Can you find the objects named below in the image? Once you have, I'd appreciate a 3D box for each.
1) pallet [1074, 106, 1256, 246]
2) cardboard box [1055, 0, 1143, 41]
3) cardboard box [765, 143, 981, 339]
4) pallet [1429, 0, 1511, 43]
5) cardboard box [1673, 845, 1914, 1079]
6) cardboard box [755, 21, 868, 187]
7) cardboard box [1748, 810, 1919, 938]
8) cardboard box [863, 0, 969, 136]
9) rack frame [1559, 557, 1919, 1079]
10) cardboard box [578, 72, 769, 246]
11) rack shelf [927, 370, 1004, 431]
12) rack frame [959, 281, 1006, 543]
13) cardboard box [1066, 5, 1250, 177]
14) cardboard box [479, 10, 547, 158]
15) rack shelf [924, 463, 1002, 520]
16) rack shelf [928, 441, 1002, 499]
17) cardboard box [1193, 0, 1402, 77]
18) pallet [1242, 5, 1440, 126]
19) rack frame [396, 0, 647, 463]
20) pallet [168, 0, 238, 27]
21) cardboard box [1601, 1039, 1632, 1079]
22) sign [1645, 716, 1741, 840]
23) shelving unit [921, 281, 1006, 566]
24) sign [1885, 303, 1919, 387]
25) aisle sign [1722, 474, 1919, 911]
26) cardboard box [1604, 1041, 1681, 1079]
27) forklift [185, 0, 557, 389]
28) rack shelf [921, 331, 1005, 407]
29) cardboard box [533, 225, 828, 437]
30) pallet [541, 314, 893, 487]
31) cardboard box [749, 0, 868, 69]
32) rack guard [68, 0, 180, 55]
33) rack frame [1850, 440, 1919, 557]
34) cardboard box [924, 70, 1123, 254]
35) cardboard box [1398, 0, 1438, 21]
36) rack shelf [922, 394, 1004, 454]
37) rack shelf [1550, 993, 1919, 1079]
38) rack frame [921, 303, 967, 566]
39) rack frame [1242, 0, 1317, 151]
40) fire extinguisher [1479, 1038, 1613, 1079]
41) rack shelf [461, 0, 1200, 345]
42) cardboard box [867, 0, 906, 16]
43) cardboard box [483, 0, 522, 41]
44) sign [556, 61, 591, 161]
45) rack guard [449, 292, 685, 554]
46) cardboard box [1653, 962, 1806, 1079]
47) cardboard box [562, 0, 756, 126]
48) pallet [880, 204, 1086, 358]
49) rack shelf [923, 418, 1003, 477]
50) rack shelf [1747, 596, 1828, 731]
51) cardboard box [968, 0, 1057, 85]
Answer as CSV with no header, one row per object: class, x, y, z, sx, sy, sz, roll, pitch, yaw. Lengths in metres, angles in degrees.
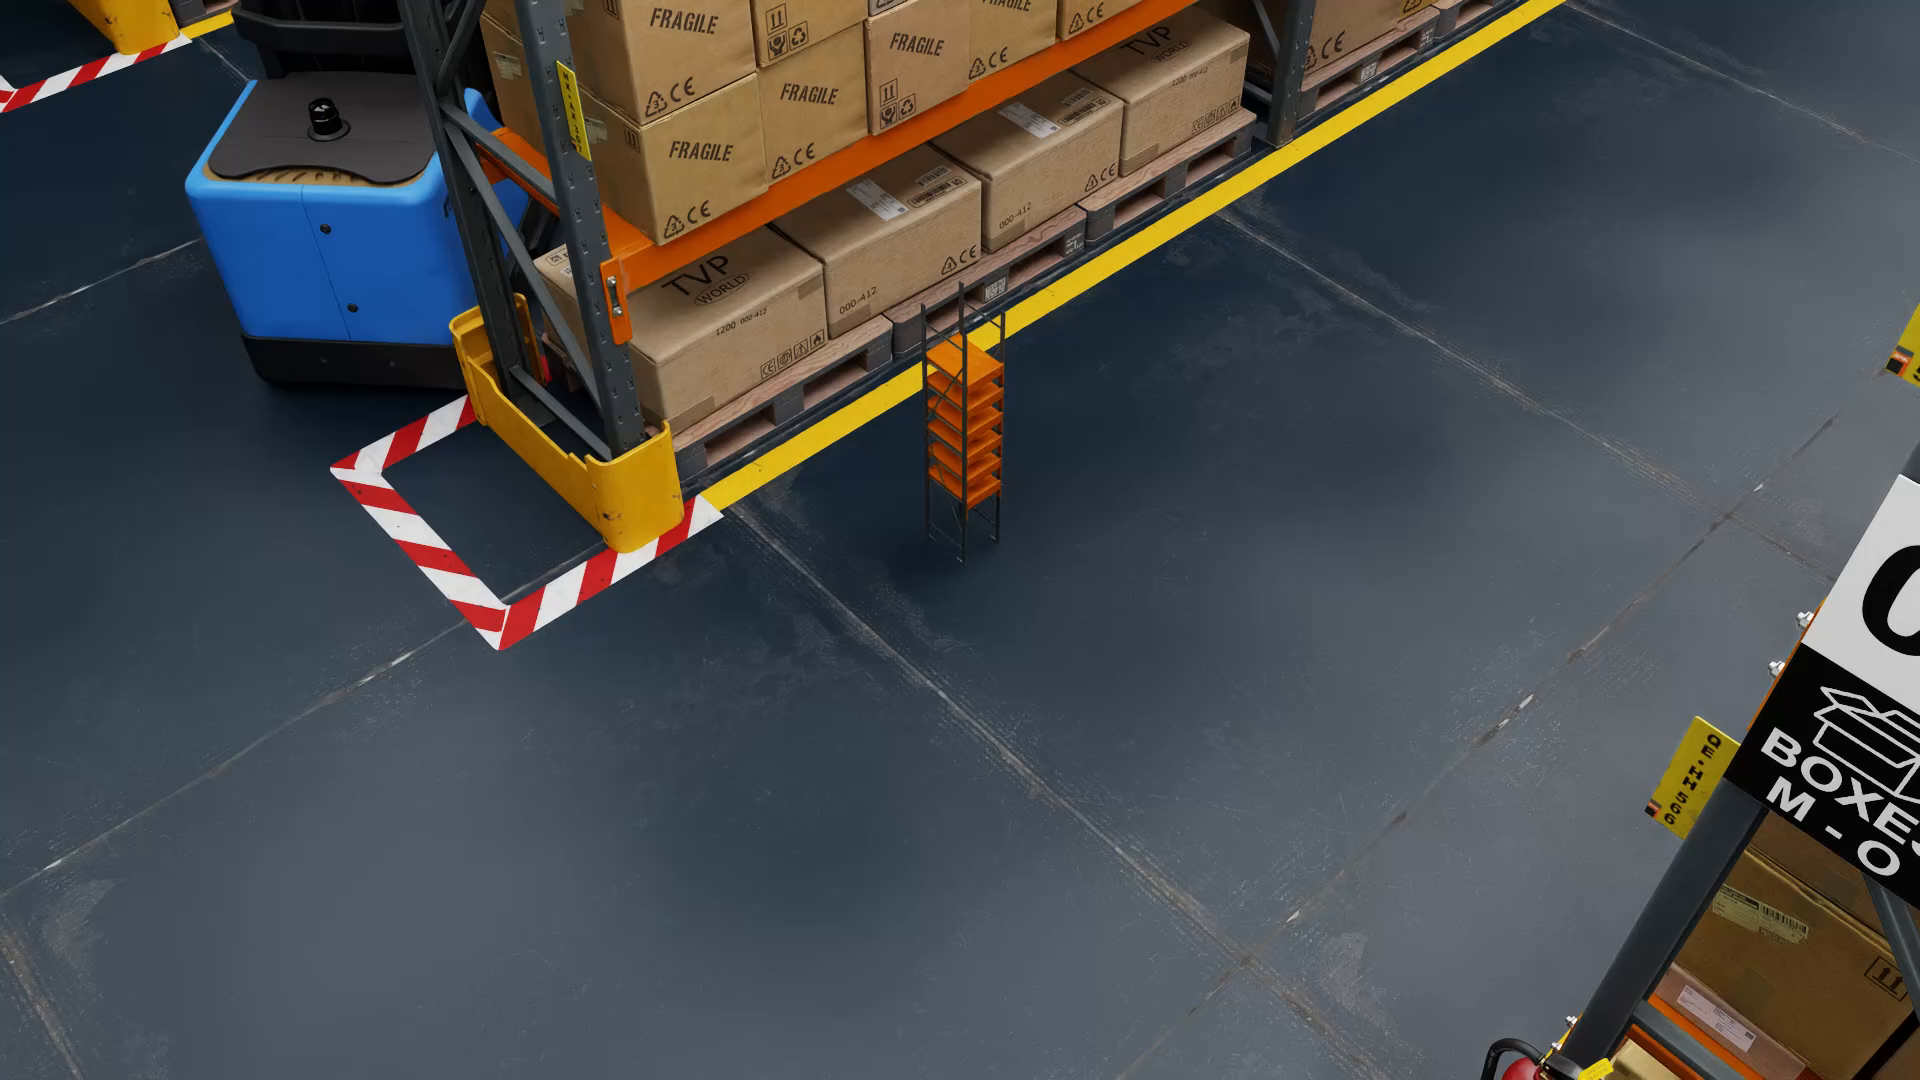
pallet,0.737,-2.056,8.503,1.213,0.211,1.003,-34,56,-27
cardboard box,0.442,-2.486,6.935,0.500,0.500,0.500,-35,56,-28
cardboard box,-0.515,-1.468,7.521,0.875,0.438,0.875,-32,55,-26
pallet,2.776,-3.418,9.760,1.213,0.211,1.003,-34,56,-27
cardboard box,1.957,0.788,3.712,0.500,0.500,0.500,-33,55,-26
cardboard box,-0.703,-1.737,6.244,0.500,0.500,0.500,-35,56,-28
cardboard box,1.969,0.449,3.344,0.500,0.500,0.500,-35,56,-28
cardboard box,-0.315,-1.979,6.467,0.500,0.500,0.500,-34,56,-27
rack frame,1.798,1.285,3.524,0.127,3.000,1.000,-34,56,-27
cardboard box,-1.059,-1.472,5.999,0.500,0.500,0.500,-34,56,-27
rack shelf,0.011,-0.547,6.172,0.180,0.103,0.258,-34,56,-27
rack frame,0.078,-0.459,6.357,0.006,1.200,0.240,-34,56,-27
cardboard box,0.816,-2.356,8.341,0.875,0.438,0.875,-35,56,-28
cardboard box,-1.428,-1.773,6.277,0.500,0.500,0.500,-33,56,-27
rack shelf,0.011,-0.221,6.525,0.180,0.103,0.258,-34,56,-27
rack shelf,0.011,-0.303,6.436,0.180,0.103,0.258,-34,56,-27
cardboard box,1.757,-3.107,8.735,0.875,0.875,0.875,-32,55,-26
pallet,1.873,-2.811,9.200,1.213,0.211,1.003,-34,56,-27
rack frame,-1.607,-1.357,5.961,0.127,3.000,1.000,-34,56,-27
pallet,-4.304,-3.541,9.874,1.213,0.211,1.003,-34,56,-27
cardboard box,1.996,1.592,4.692,0.250,0.149,0.380,-35,56,-28
sign,1.439,0.473,3.269,0.005,0.325,0.100,-34,56,-27
shelving unit,0.011,-0.414,6.316,0.189,1.200,0.258,-34,56,-27
sign,1.439,-0.344,2.383,0.005,0.325,0.100,-34,56,-27
aisle sign,1.542,0.276,2.685,0.004,0.787,0.394,-34,56,-27
cardboard box,2.019,1.508,4.567,0.250,0.149,0.380,-33,55,-27
forklift,-2.500,-2.735,7.279,1.130,2.935,3.031,3,47,3
rack shelf,0.011,-0.628,6.084,0.180,0.103,0.258,-34,56,-27
cardboard box,-1.186,-1.011,7.100,0.875,0.438,0.875,-36,57,-28
pallet,-1.068,-0.849,7.390,1.213,0.211,1.003,-34,56,-27
cardboard box,-0.683,-2.072,5.872,0.500,0.500,0.500,-35,56,-28
rack guard,-4.893,-3.244,9.403,0.348,0.500,1.175,-34,56,-27
rack frame,1.798,-0.750,1.319,0.127,3.000,1.000,-34,56,-27
cardboard box,0.154,-1.913,7.932,0.875,0.438,0.875,-35,56,-28
cardboard box,2.420,-3.557,9.151,0.875,0.875,0.875,-32,55,-26
rack shelf,0.011,-0.465,6.260,0.180,0.103,0.258,-34,56,-27
rack shelf,3.277,0.540,4.700,4.000,0.370,1.077,-34,56,-27
rack frame,-0.057,-0.369,6.274,0.006,1.200,0.240,-34,56,-27
rack frame,1.352,-3.335,7.786,0.127,3.000,1.000,-34,56,-27
fire extinguisher,1.301,1.311,3.806,0.183,0.674,0.296,-34,56,-27
rack shelf,-0.127,-2.102,7.138,4.000,0.370,1.077,-34,56,-27
cardboard box,-0.307,-2.330,6.111,0.500,0.500,0.500,-34,56,-27
cardboard box,-1.411,-2.098,5.896,0.500,0.500,0.500,-32,55,-26
sign,-1.238,-1.373,5.333,0.005,0.325,0.100,-34,56,-27
rack guard,-1.625,-0.497,6.869,0.348,0.500,1.175,-34,56,-27
cardboard box,1.849,1.055,3.906,0.250,0.149,0.380,-34,56,-27
cardboard box,-1.060,-1.812,5.633,0.500,0.500,0.500,-35,56,-28
pallet,-0.166,-1.449,7.944,1.213,0.211,1.003,-34,56,-27
rack shelf,0.011,-0.384,6.348,0.180,0.103,0.258,-34,56,-27
rack shelf,3.277,-0.477,3.598,4.000,0.370,1.077,-34,56,-27
cardboard box,0.044,-2.236,6.704,0.500,0.500,0.500,-32,55,-26
